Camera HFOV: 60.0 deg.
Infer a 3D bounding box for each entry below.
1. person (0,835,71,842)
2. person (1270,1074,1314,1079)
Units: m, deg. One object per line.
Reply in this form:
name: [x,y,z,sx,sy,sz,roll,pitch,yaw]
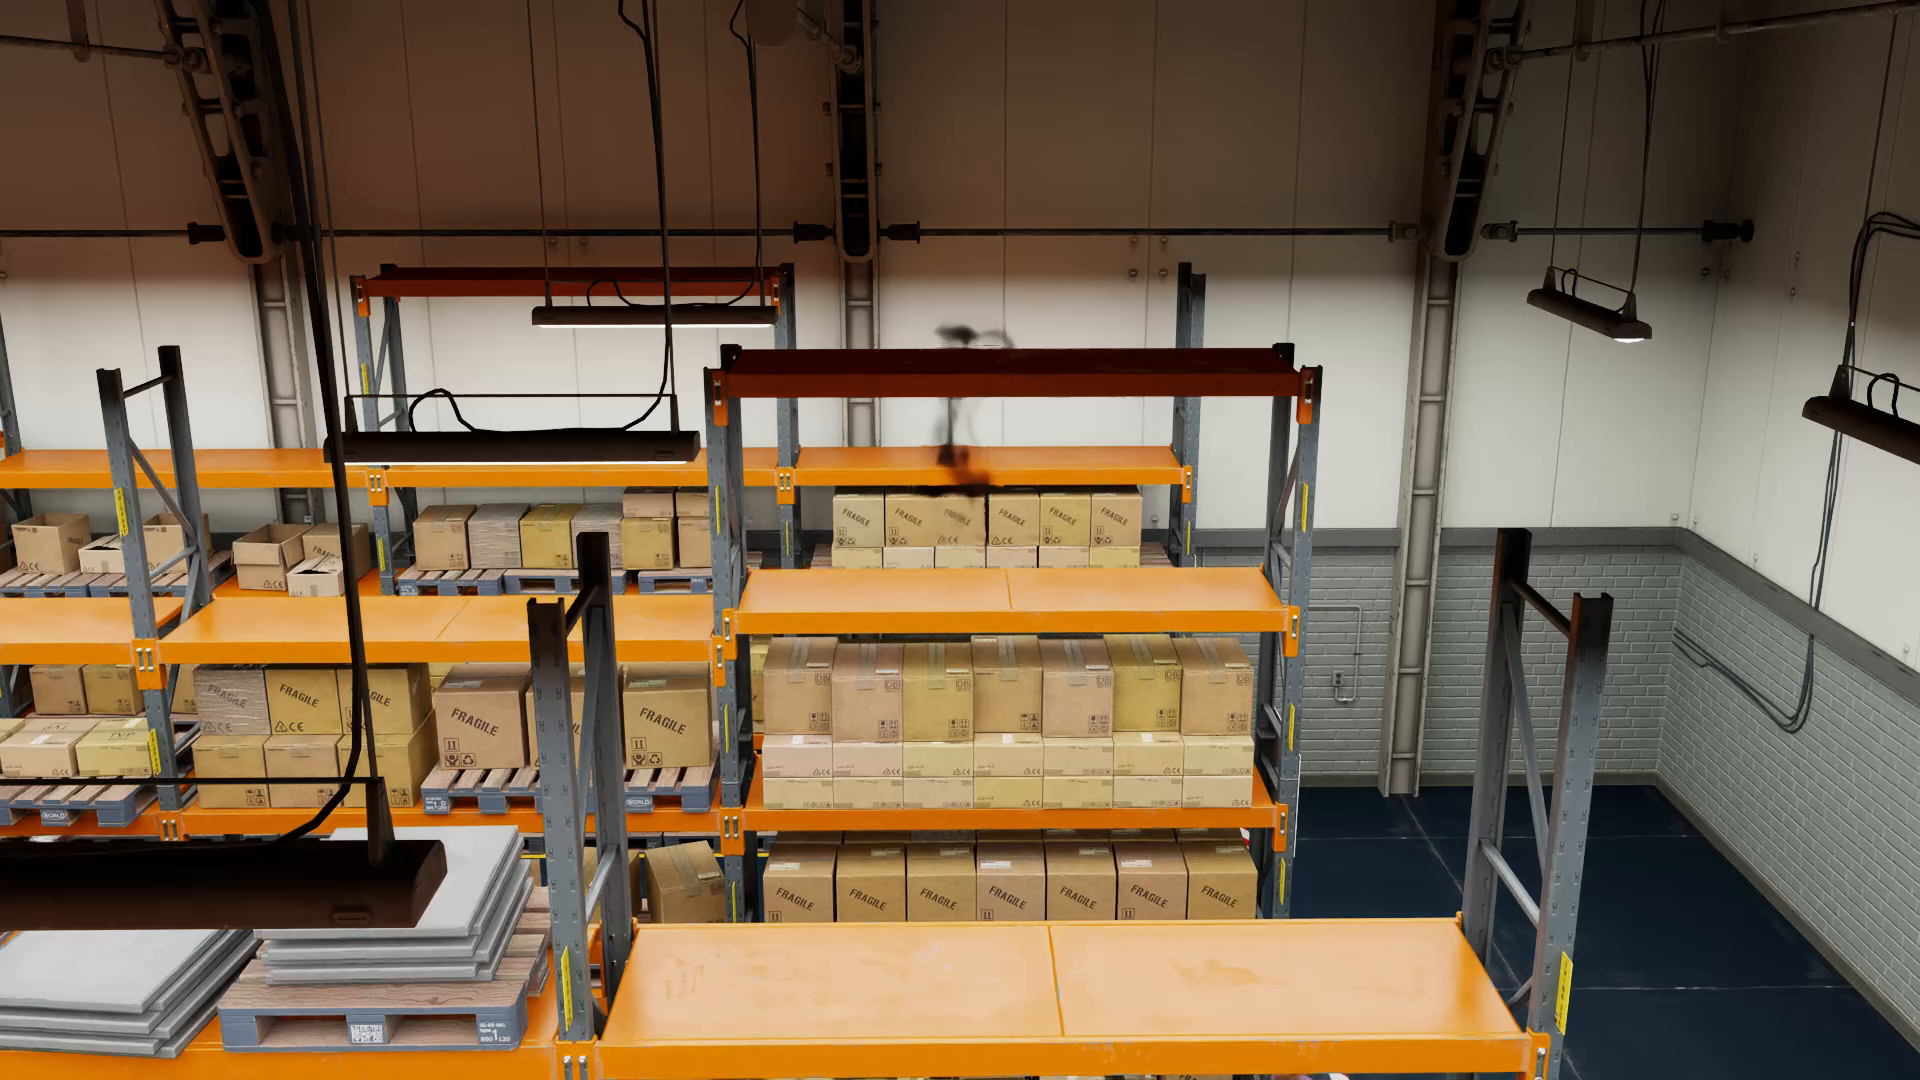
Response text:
person: [-8.165,3.172,15.015,0.846,1.492,0.602,-6,17,-21]
person: [2.250,4.178,11.422,0.598,1.542,0.553,-9,18,-27]
